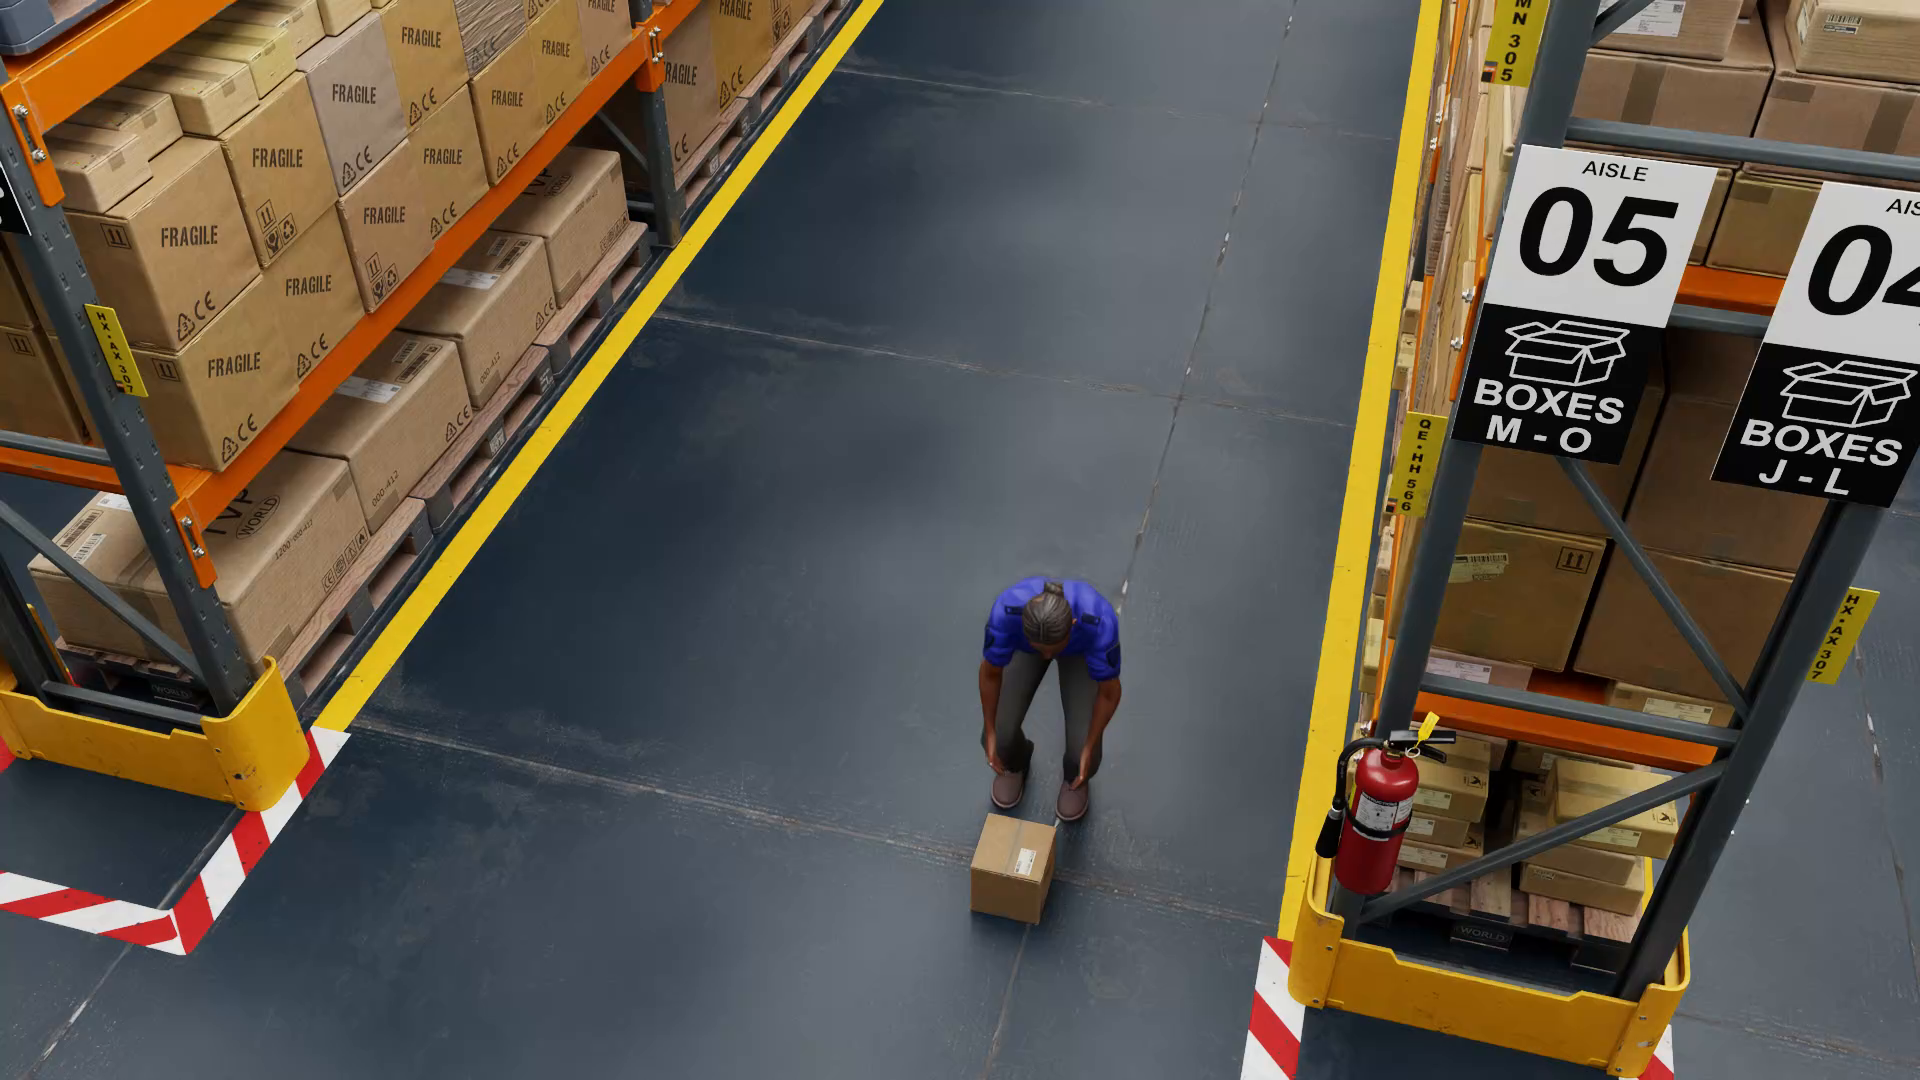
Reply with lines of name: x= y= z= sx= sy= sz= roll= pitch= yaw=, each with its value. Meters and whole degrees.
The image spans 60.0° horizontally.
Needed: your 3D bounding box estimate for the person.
person: x=0.338 y=0.514 z=5.874 sx=0.497 sy=1.275 sz=0.684 roll=10 pitch=42 yaw=11
